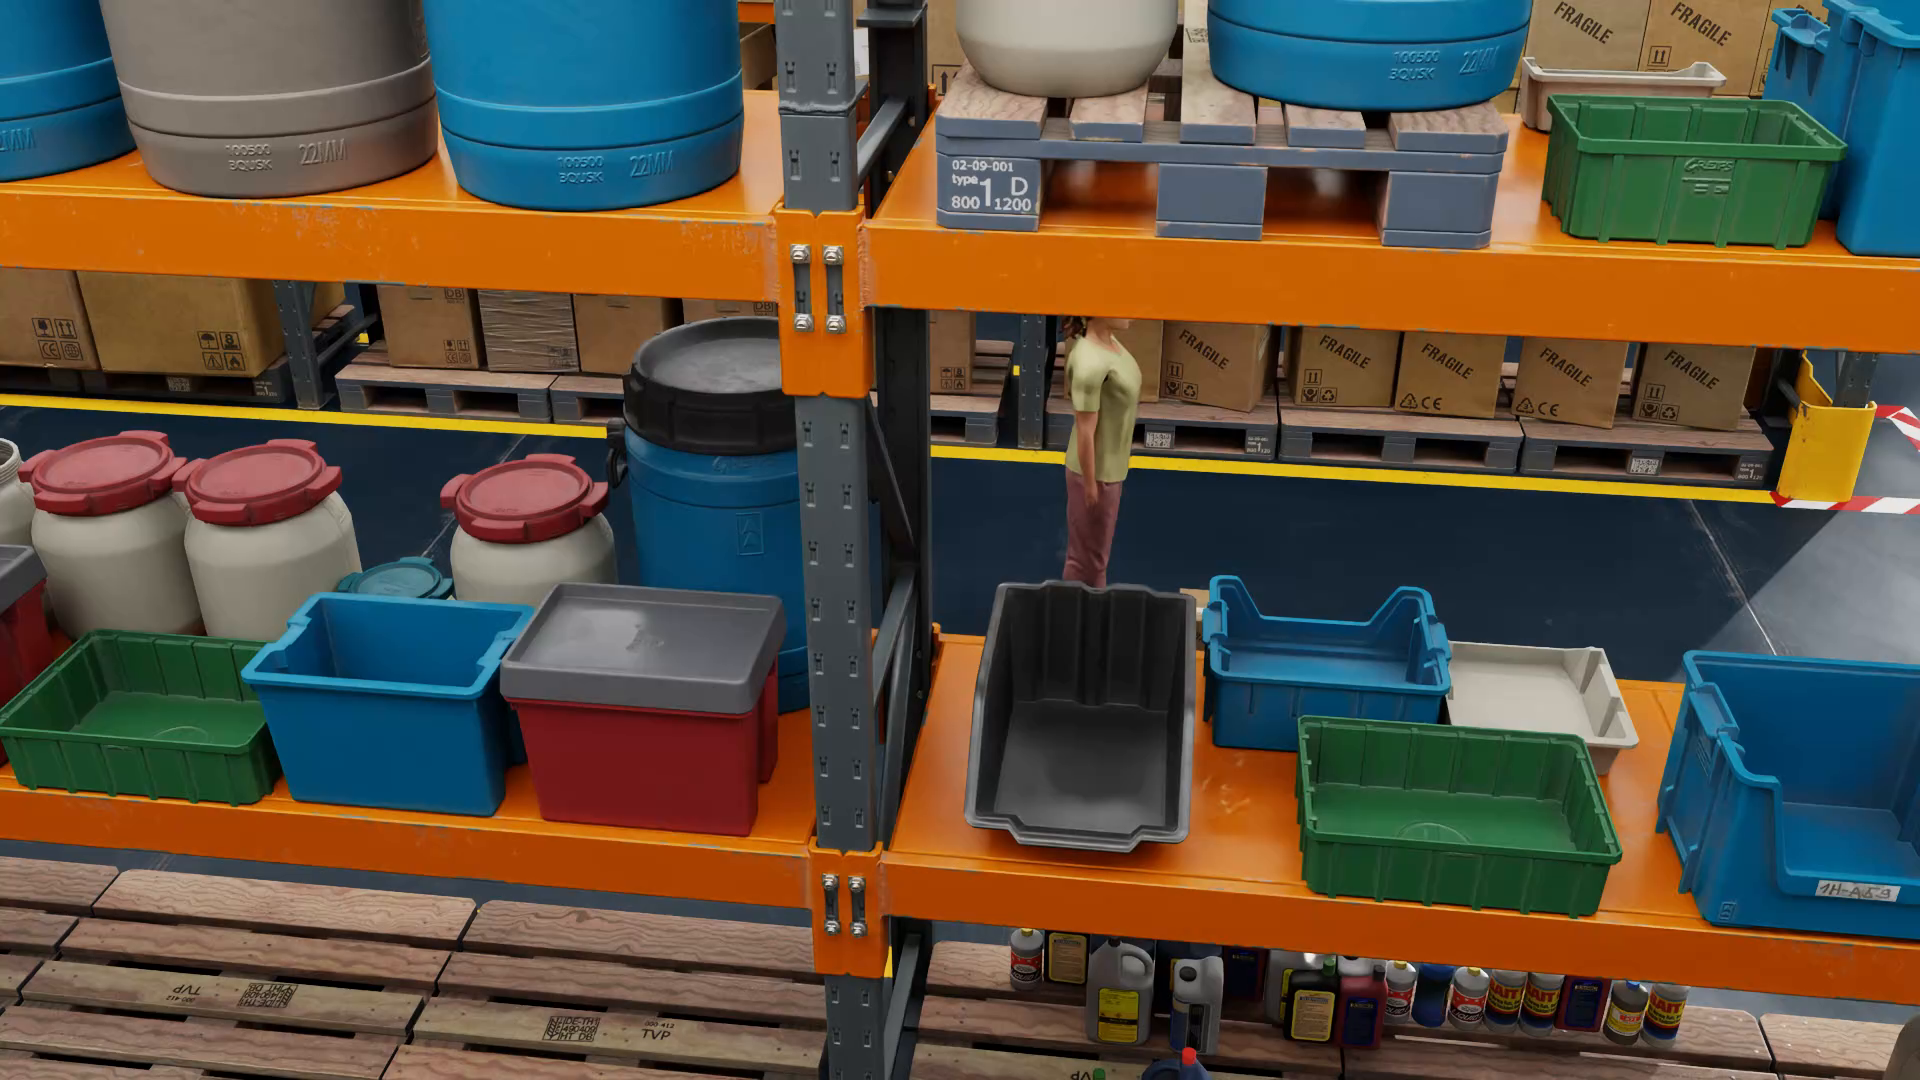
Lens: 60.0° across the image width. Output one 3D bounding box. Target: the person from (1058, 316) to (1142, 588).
[{"bbox_3d":[0.545,-0.287,6.643,0.351,1.674,0.447,4,29,8],"label":"person"}]
